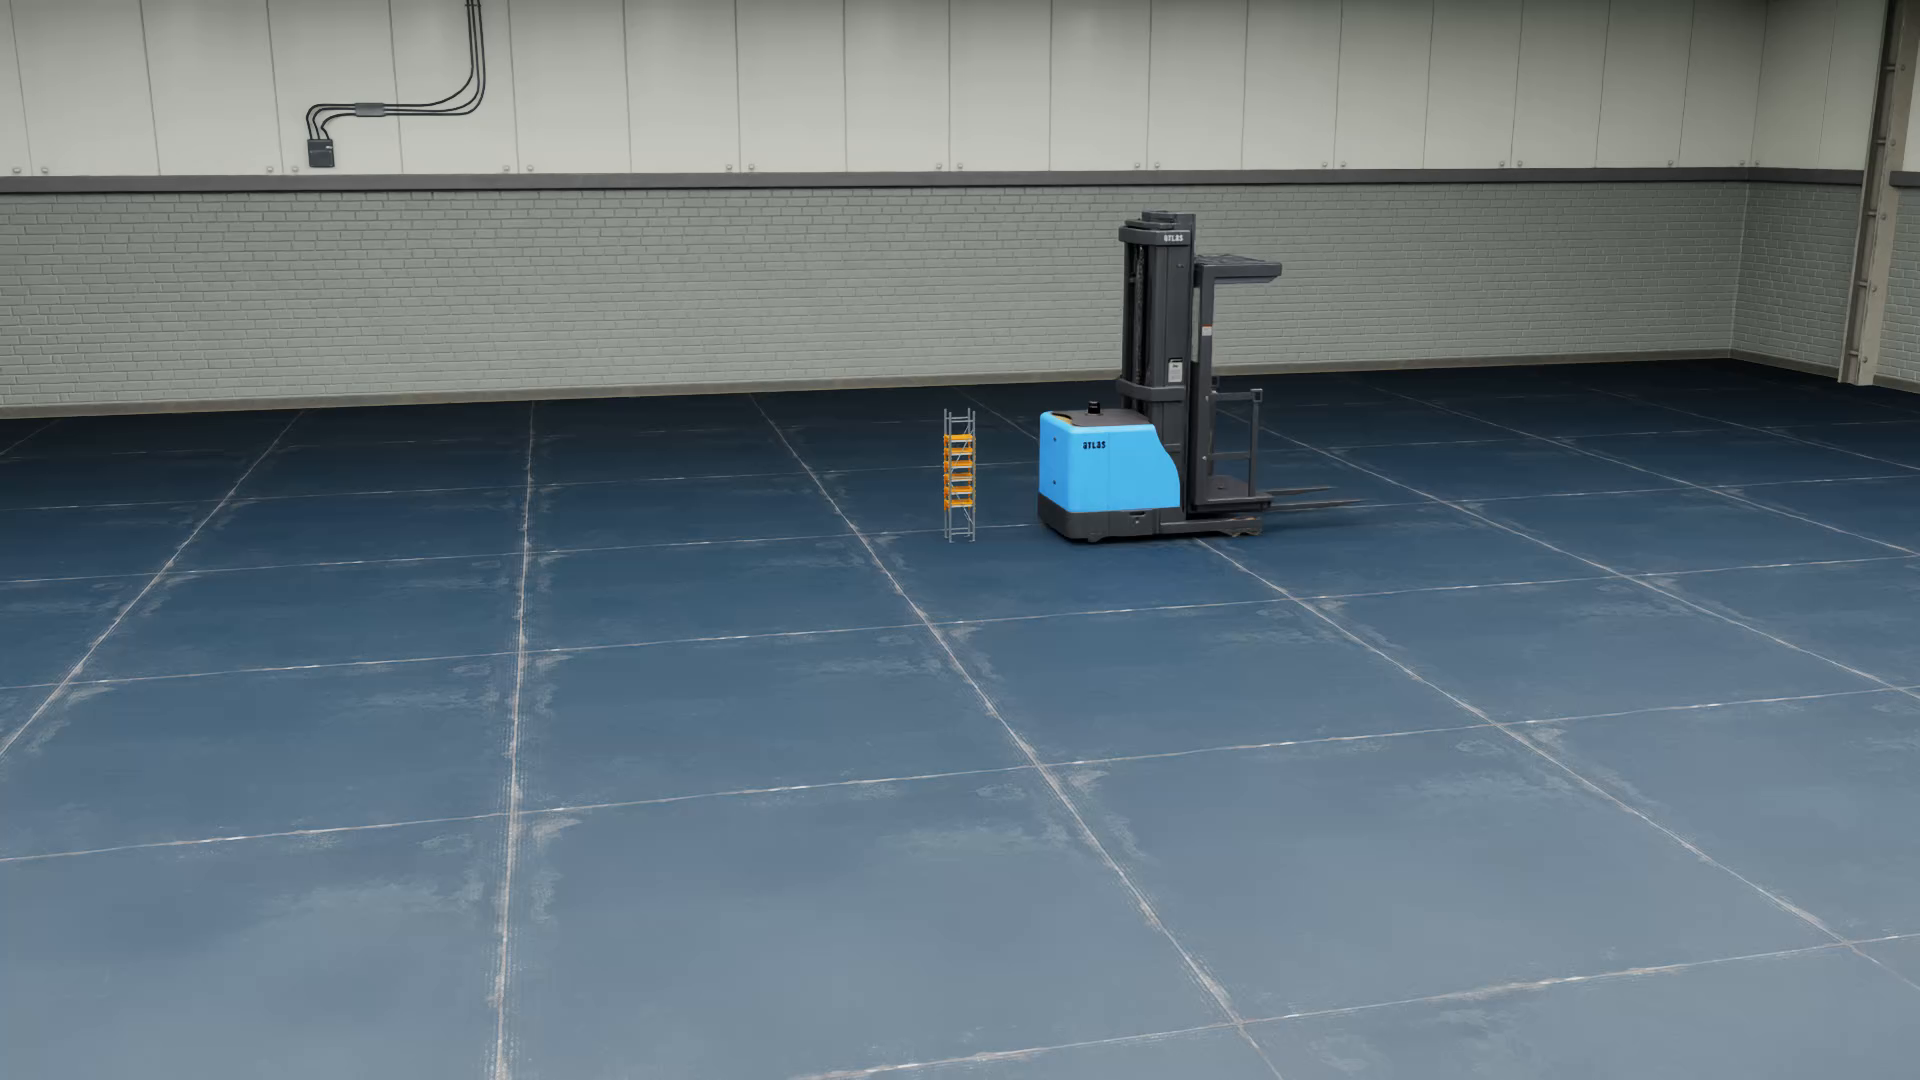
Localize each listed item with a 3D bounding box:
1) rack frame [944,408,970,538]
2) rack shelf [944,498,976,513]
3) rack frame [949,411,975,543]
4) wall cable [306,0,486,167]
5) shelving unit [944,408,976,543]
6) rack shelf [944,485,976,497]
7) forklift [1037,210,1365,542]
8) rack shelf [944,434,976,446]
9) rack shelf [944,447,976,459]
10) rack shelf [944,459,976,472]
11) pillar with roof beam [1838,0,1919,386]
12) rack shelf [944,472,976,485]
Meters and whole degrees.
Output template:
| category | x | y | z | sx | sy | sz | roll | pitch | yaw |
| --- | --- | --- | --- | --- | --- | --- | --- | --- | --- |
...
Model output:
| category | x | y | z | sx | sy | sz | roll | pitch | yaw |
| --- | --- | --- | --- | --- | --- | --- | --- | --- | --- |
| rack frame | -0.025 | -0.607 | 15.208 | 0.240 | 1.200 | 0.006 | -3 | 14 | -13 |
| rack shelf | -0.003 | -0.310 | 15.189 | 0.258 | 0.103 | 0.180 | -3 | 14 | -13 |
| rack frame | 0.018 | -0.565 | 15.035 | 0.240 | 1.200 | 0.006 | -3 | 14 | -13 |
| wall cable | -7.423 | -7.885 | 21.398 | 2.305 | 6.003 | 0.169 | -3 | 14 | -13 |
| shelving unit | -0.003 | -0.586 | 15.121 | 0.258 | 1.200 | 0.189 | -3 | 14 | -13 |
| rack shelf | -0.003 | -0.426 | 15.160 | 0.258 | 0.103 | 0.180 | -3 | 14 | -13 |
| forklift | 2.315 | -1.572 | 15.507 | 3.031 | 2.935 | 1.130 | -4 | 14 | -14 |
| rack shelf | -0.003 | -0.893 | 15.046 | 0.258 | 0.103 | 0.180 | -3 | 14 | -13 |
| rack shelf | -0.003 | -0.776 | 15.075 | 0.258 | 0.103 | 0.180 | -3 | 14 | -13 |
| rack shelf | -0.003 | -0.660 | 15.103 | 0.258 | 0.103 | 0.180 | -3 | 14 | -13 |
| pillar with roof beam | 9.187 | -6.470 | 22.772 | 9.100 | 9.000 | 0.400 | -3 | 14 | -13 |
| rack shelf | -0.003 | -0.543 | 15.132 | 0.258 | 0.103 | 0.180 | -3 | 14 | -13 |
